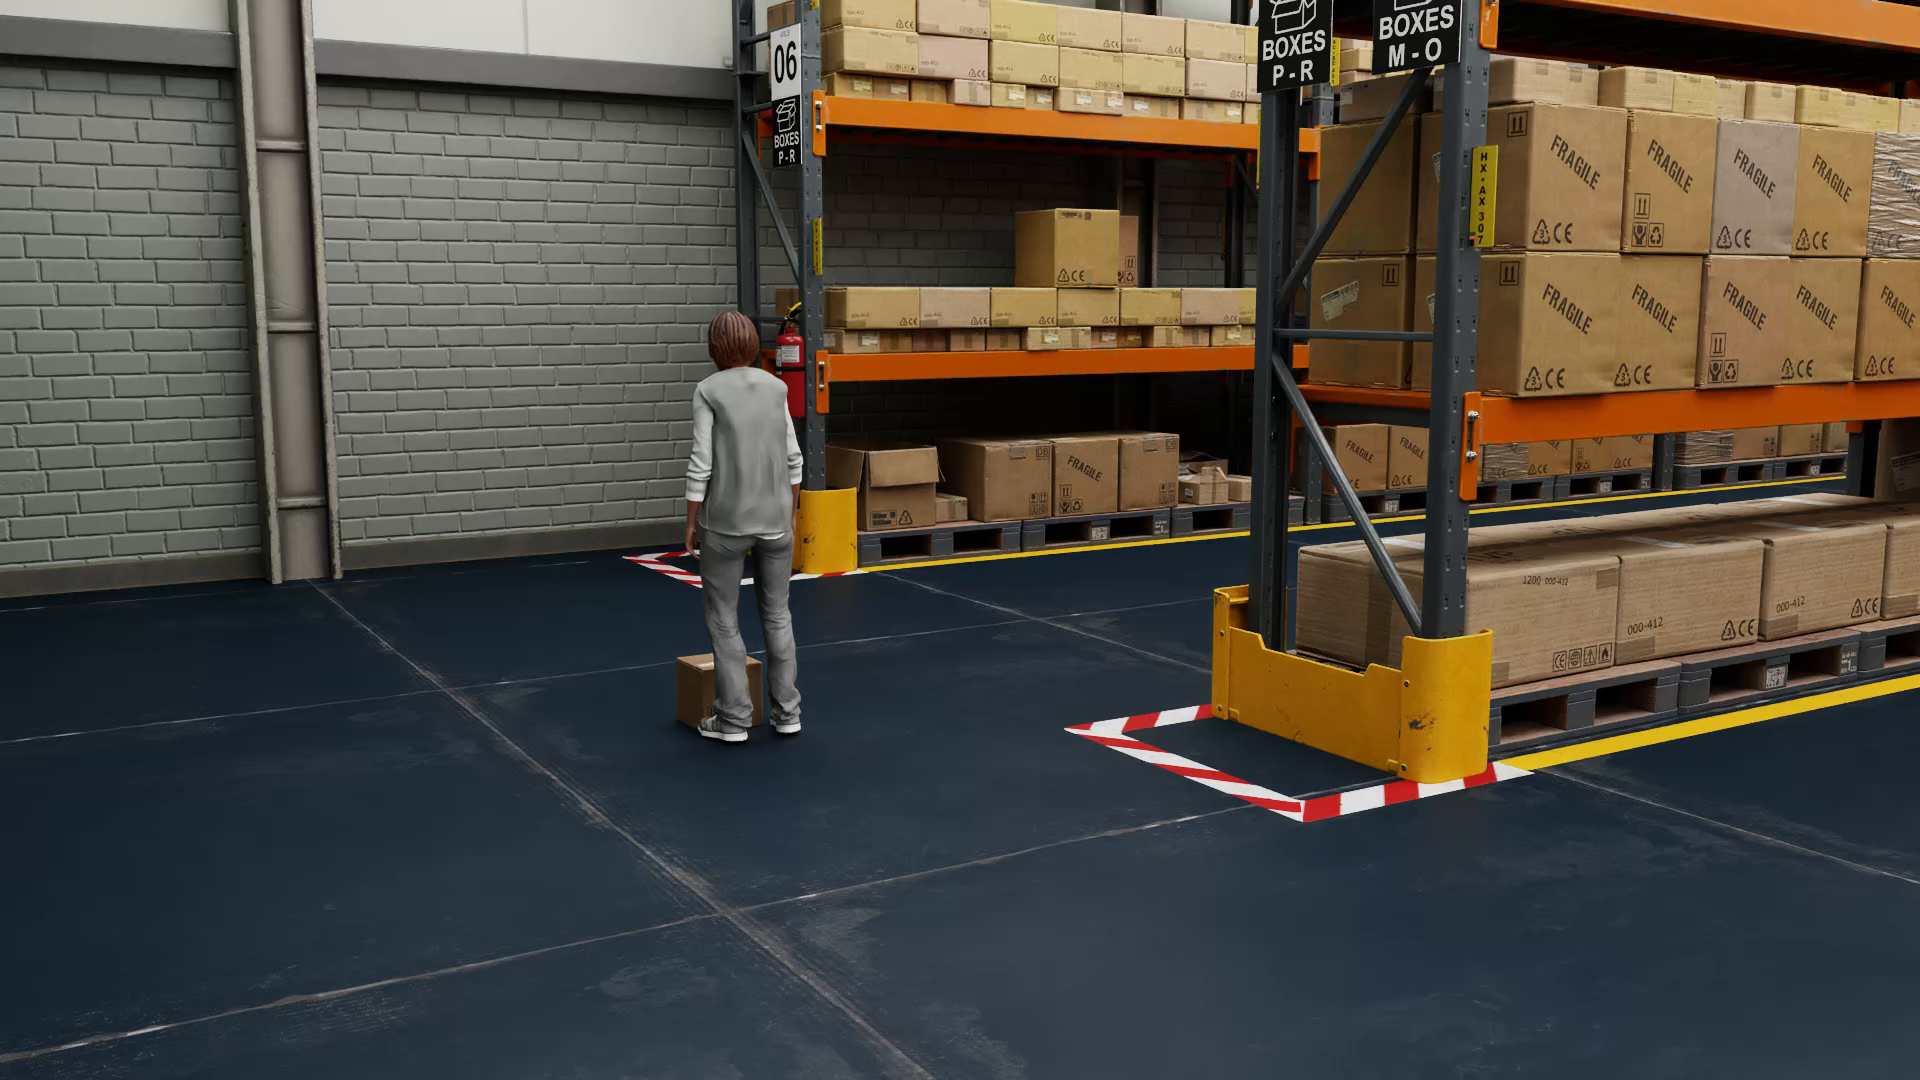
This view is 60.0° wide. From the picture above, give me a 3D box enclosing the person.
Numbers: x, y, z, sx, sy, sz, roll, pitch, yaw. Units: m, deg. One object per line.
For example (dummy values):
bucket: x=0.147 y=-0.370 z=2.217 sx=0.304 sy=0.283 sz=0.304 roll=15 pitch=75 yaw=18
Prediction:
person: x=-0.798 y=-0.046 z=6.184 sx=0.455 sy=1.593 sz=0.343 roll=-5 pitch=10 yaw=-30
